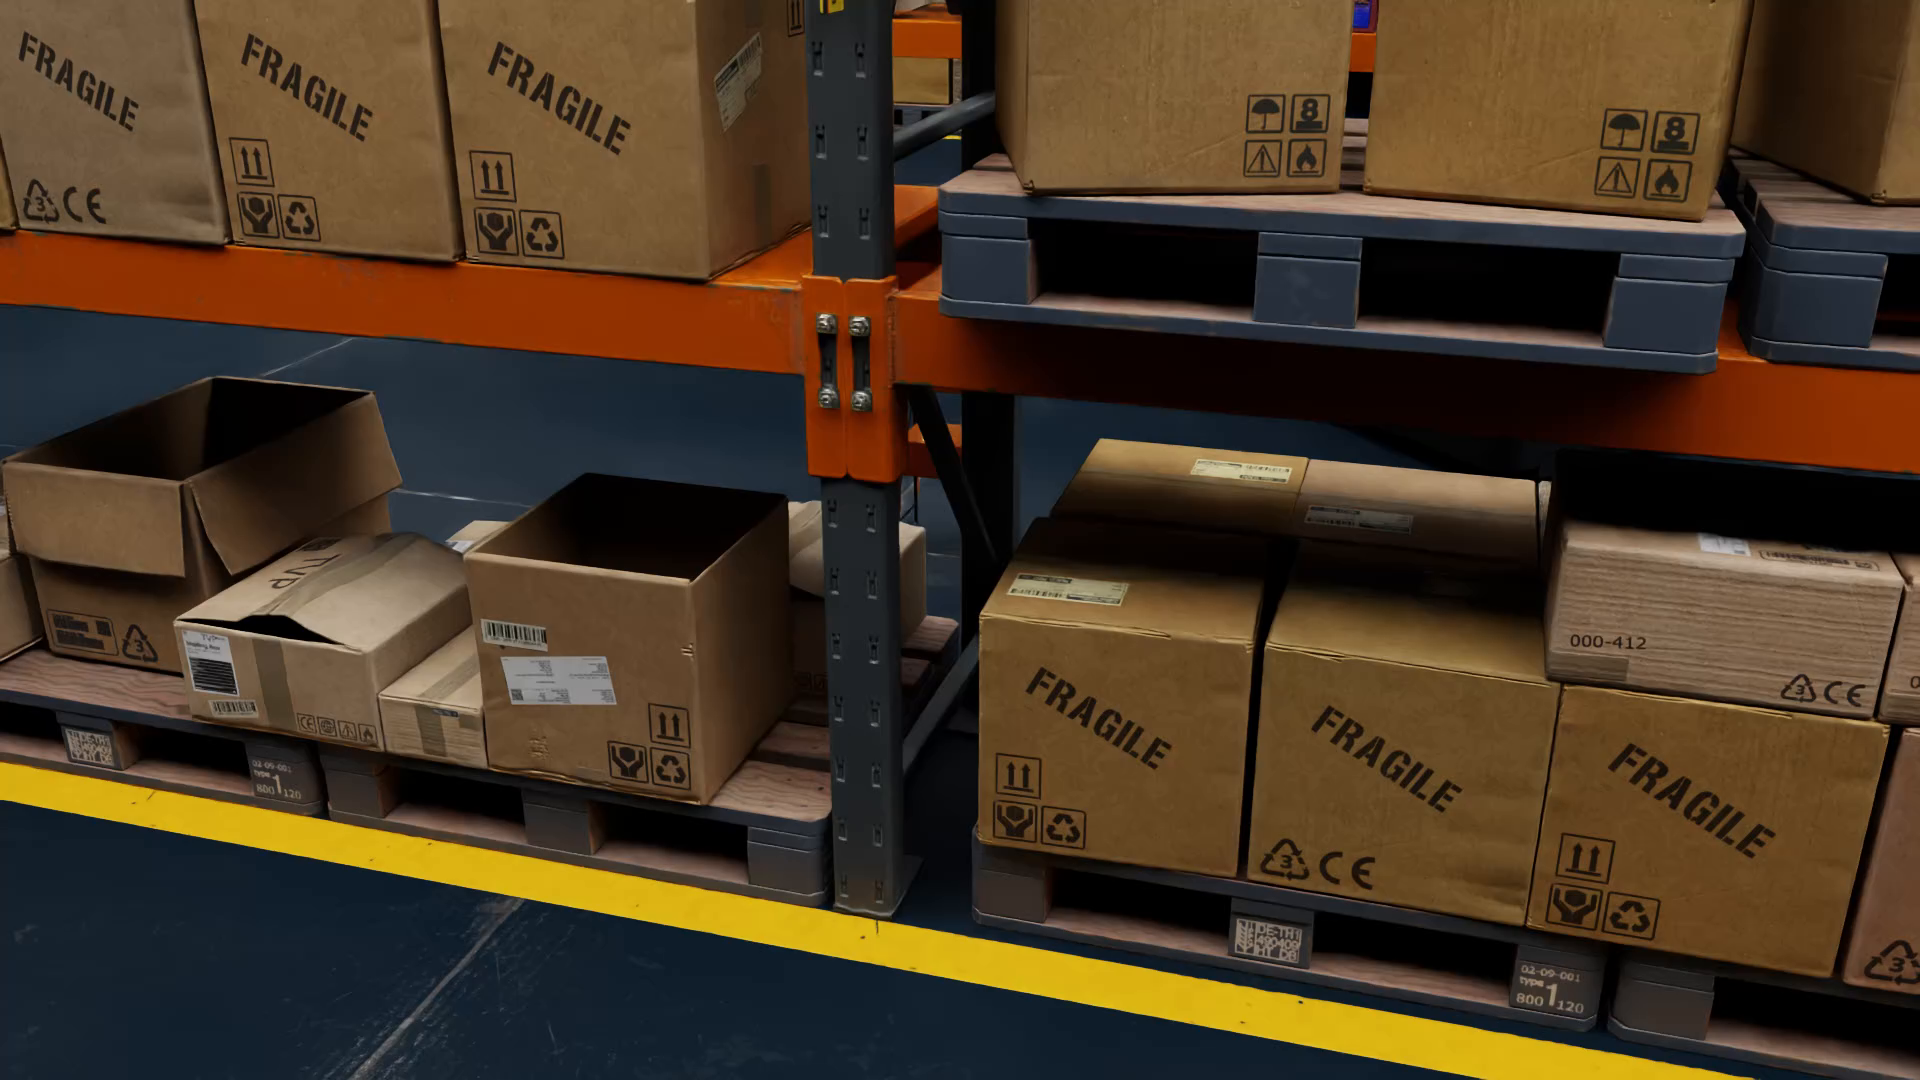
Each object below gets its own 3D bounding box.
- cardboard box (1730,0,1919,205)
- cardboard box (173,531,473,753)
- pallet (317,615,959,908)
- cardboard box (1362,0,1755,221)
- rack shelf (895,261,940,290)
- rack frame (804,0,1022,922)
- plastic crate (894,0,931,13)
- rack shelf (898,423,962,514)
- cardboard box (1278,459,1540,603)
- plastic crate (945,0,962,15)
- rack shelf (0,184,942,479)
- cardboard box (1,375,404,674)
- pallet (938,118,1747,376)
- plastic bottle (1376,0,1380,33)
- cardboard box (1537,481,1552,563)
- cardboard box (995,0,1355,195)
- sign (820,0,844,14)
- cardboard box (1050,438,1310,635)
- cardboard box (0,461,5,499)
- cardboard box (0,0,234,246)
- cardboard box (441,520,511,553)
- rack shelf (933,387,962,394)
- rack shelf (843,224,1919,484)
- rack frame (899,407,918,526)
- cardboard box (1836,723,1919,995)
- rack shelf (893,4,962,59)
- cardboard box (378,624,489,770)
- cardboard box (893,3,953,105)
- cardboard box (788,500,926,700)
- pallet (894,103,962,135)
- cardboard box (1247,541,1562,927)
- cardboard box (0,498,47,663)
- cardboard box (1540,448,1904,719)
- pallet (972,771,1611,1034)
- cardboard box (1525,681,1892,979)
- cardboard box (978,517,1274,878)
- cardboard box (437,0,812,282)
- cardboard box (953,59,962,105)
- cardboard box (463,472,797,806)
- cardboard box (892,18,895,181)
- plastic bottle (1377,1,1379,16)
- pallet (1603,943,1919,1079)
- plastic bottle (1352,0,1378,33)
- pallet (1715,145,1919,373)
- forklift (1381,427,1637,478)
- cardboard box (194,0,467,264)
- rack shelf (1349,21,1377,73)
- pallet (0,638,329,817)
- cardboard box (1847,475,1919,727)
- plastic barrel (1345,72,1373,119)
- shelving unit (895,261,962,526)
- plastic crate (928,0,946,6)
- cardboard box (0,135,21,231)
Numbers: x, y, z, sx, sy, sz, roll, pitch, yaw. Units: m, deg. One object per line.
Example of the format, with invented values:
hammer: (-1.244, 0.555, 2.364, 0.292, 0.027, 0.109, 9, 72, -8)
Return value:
cardboard box: (1.654, -0.869, 2.751, 0.500, 0.500, 0.700, 1, 22, 2)
cardboard box: (-1.401, 0.199, 3.795, 0.500, 0.311, 0.500, 7, 23, 16)
pallet: (-0.713, 0.415, 3.981, 1.213, 0.211, 1.003, 7, 23, 16)
cardboard box: (1.010, -0.855, 2.716, 0.500, 0.500, 0.700, 10, 25, 24)
rack shelf: (-0.051, -0.744, 4.981, 0.240, 0.259, 0.215, 7, 23, 16)
rack frame: (-0.055, -0.800, 3.267, 0.127, 3.000, 1.000, 7, 23, 16)
plastic crate: (-0.375, -2.586, 7.891, 0.466, 0.136, 0.293, 7, 23, 16)
rack shelf: (-0.051, -0.225, 5.195, 0.240, 0.259, 0.215, 7, 23, 16)
cardboard box: (0.971, 0.160, 3.640, 0.500, 0.500, 0.500, 7, 23, 16)
plastic crate: (0.230, -2.525, 7.756, 0.590, 0.125, 0.437, 7, 23, 16)
rack shelf: (-1.970, -0.686, 3.938, 4.000, 0.370, 1.077, 7, 23, 16)
cardboard box: (-1.856, -0.052, 4.155, 0.637, 0.503, 0.797, 7, 23, 16)
pallet: (0.678, -0.584, 2.993, 1.213, 0.211, 1.003, 7, 23, 16)
plastic bottle: (1.850, -2.291, 7.165, 0.097, 0.201, 0.097, 0, 22, 0)
cardboard box: (1.451, 0.216, 3.506, 0.500, 0.500, 0.500, 7, 23, 16)
cardboard box: (0.333, -0.907, 2.844, 0.500, 0.500, 0.700, -1, 22, -3)
sign: (-0.205, -1.002, 2.620, 0.005, 0.325, 0.100, 7, 23, 16)
cardboard box: (0.500, 0.103, 3.780, 0.500, 0.500, 0.500, 6, 23, 15)
cardboard box: (-2.392, -0.084, 4.567, 0.500, 0.250, 0.500, 7, 23, 16)
cardboard box: (-1.595, -0.919, 3.426, 0.500, 0.500, 0.500, 7, 23, 17)
cardboard box: (-1.226, 0.092, 4.247, 0.250, 0.166, 0.380, 7, 23, 16)
rack shelf: (-0.051, -0.482, 5.089, 0.240, 0.259, 0.215, 7, 23, 16)
rack shelf: (1.859, -0.248, 2.869, 4.000, 0.370, 1.077, 7, 23, 16)
rack frame: (-0.168, -0.505, 5.118, 0.008, 1.050, 0.200, 7, 23, 16)
cardboard box: (1.811, 0.462, 2.904, 0.500, 0.500, 0.500, 6, 23, 14)
rack shelf: (-0.536, -2.485, 8.325, 4.000, 0.370, 1.077, 7, 23, 16)
cardboard box: (-1.059, 0.337, 3.673, 0.250, 0.149, 0.380, 7, 23, 16)
cardboard box: (-0.384, -4.007, 13.333, 0.875, 0.875, 0.875, 7, 23, 16)
cardboard box: (-0.395, 0.116, 3.998, 0.500, 0.311, 0.500, 7, 23, 16)
pallet: (-0.232, -3.488, 13.494, 1.213, 0.211, 1.003, 7, 23, 16)
cardboard box: (0.851, 0.349, 3.180, 0.500, 0.500, 0.500, 7, 23, 16)
cardboard box: (-2.489, 0.103, 4.111, 0.500, 0.250, 0.500, 7, 23, 16)
cardboard box: (1.295, 0.057, 2.903, 0.500, 0.250, 0.500, 7, 23, 16)
pallet: (0.734, 0.566, 3.612, 1.213, 0.211, 1.003, 7, 23, 16)
cardboard box: (1.327, 0.407, 3.040, 0.500, 0.500, 0.500, 7, 23, 16)
cardboard box: (0.337, 0.295, 3.313, 0.500, 0.500, 0.500, 5, 23, 13)
cardboard box: (-0.608, -0.808, 3.154, 0.500, 0.500, 0.500, 7, 23, 16)
cardboard box: (0.487, -3.907, 13.090, 0.875, 0.875, 0.875, 7, 23, 16)
cardboard box: (-0.683, 0.194, 3.559, 0.500, 0.500, 0.500, 7, 23, 16)
cardboard box: (-0.465, -1.001, 3.626, 0.500, 0.500, 0.500, 7, 23, 17)
plastic bottle: (1.969, -2.579, 7.866, 0.097, 0.201, 0.097, 0, 22, 0)
pallet: (1.906, 0.699, 3.288, 1.213, 0.211, 1.003, 7, 23, 16)
plastic bottle: (1.734, -2.335, 7.164, 0.133, 0.283, 0.061, 7, 23, 16)
pallet: (1.911, -0.484, 2.750, 1.213, 0.211, 1.003, 7, 23, 16)
forklift: (2.900, -1.953, 6.170, 3.031, 2.935, 1.130, -12, 25, -26)
cardboard box: (-1.102, -0.864, 3.291, 0.500, 0.500, 0.500, 7, 23, 17)
rack shelf: (3.294, -2.047, 7.256, 4.000, 0.370, 1.077, 7, 23, 16)
pallet: (-1.884, 0.282, 4.305, 1.213, 0.211, 1.003, 7, 23, 16)
cardboard box: (1.775, 0.112, 2.770, 0.500, 0.250, 0.500, 6, 23, 14)
plastic barrel: (1.895, -1.757, 7.812, 0.708, 0.901, 0.600, 7, 23, 16)
shelving unit: (-0.051, -0.492, 5.085, 0.252, 1.050, 0.215, 7, 23, 16)
plastic crate: (-0.030, -2.806, 8.236, 0.530, 0.282, 0.437, 7, 23, 16)
cardboard box: (-2.083, -0.974, 3.560, 0.500, 0.500, 0.500, 7, 23, 16)
